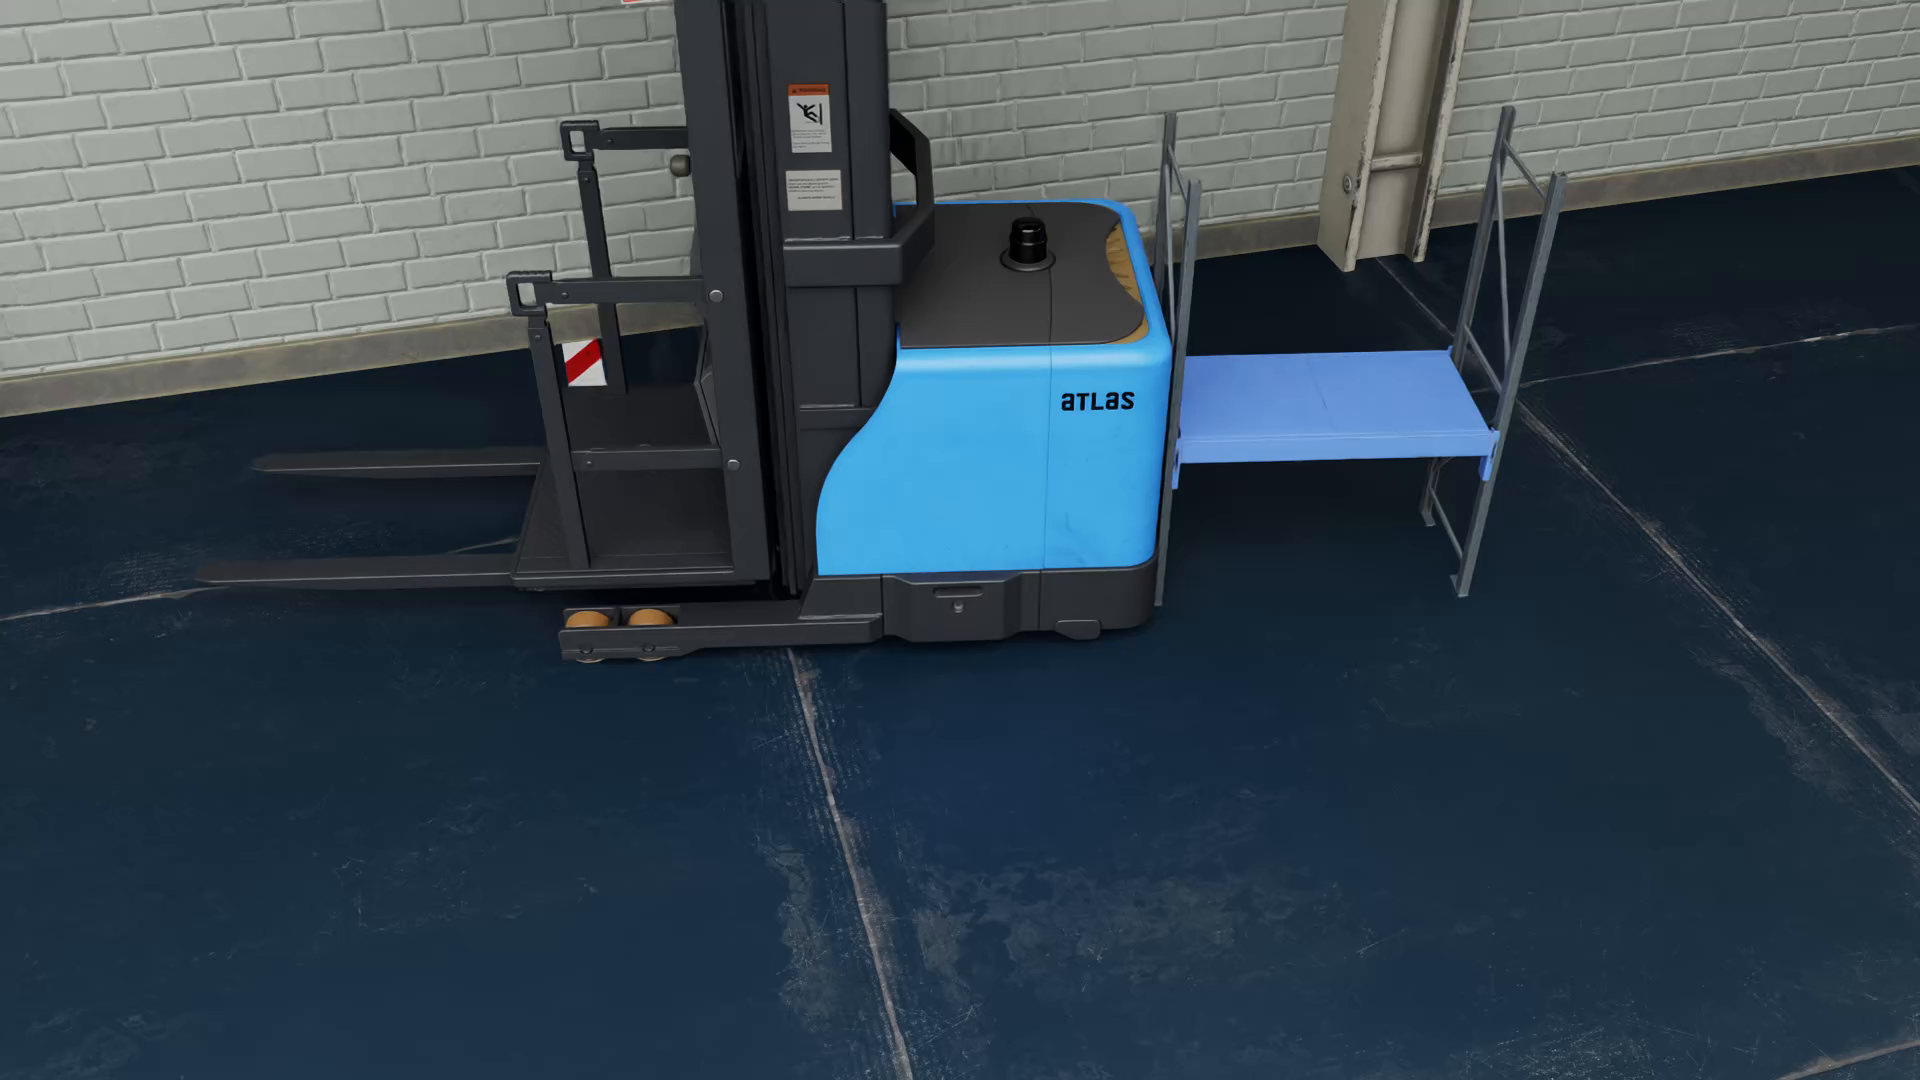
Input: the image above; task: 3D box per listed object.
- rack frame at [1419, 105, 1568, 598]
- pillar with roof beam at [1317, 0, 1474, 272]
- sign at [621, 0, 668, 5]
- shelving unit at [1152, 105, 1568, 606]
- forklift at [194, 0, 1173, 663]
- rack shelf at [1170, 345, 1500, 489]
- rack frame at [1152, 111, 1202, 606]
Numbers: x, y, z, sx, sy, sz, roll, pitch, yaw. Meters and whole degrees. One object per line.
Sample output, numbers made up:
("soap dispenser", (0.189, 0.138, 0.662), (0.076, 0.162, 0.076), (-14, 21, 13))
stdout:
("rack frame", (1.653, -0.557, 5.244), (0.032, 1.500, 0.500), (-2, 37, -2))
("pillar with roof beam", (2.952, -2.346, 1.410), (0.400, 9.000, 9.100), (-9, 38, -12))
("sign", (-1.126, -2.106, 6.005), (0.234, 0.329, 0.001), (-9, 38, -12))
("shelving unit", (1.145, -0.544, 5.226), (1.048, 1.500, 0.538), (-2, 37, -2))
("forklift", (-0.910, -1.107, 4.784), (3.031, 2.935, 1.130), (-2, 37, -2))
("rack shelf", (1.145, -0.401, 5.335), (1.000, 0.185, 0.538), (-2, 37, -2))
("rack frame", (0.637, -0.530, 5.208), (0.032, 1.500, 0.500), (-2, 37, -2))
